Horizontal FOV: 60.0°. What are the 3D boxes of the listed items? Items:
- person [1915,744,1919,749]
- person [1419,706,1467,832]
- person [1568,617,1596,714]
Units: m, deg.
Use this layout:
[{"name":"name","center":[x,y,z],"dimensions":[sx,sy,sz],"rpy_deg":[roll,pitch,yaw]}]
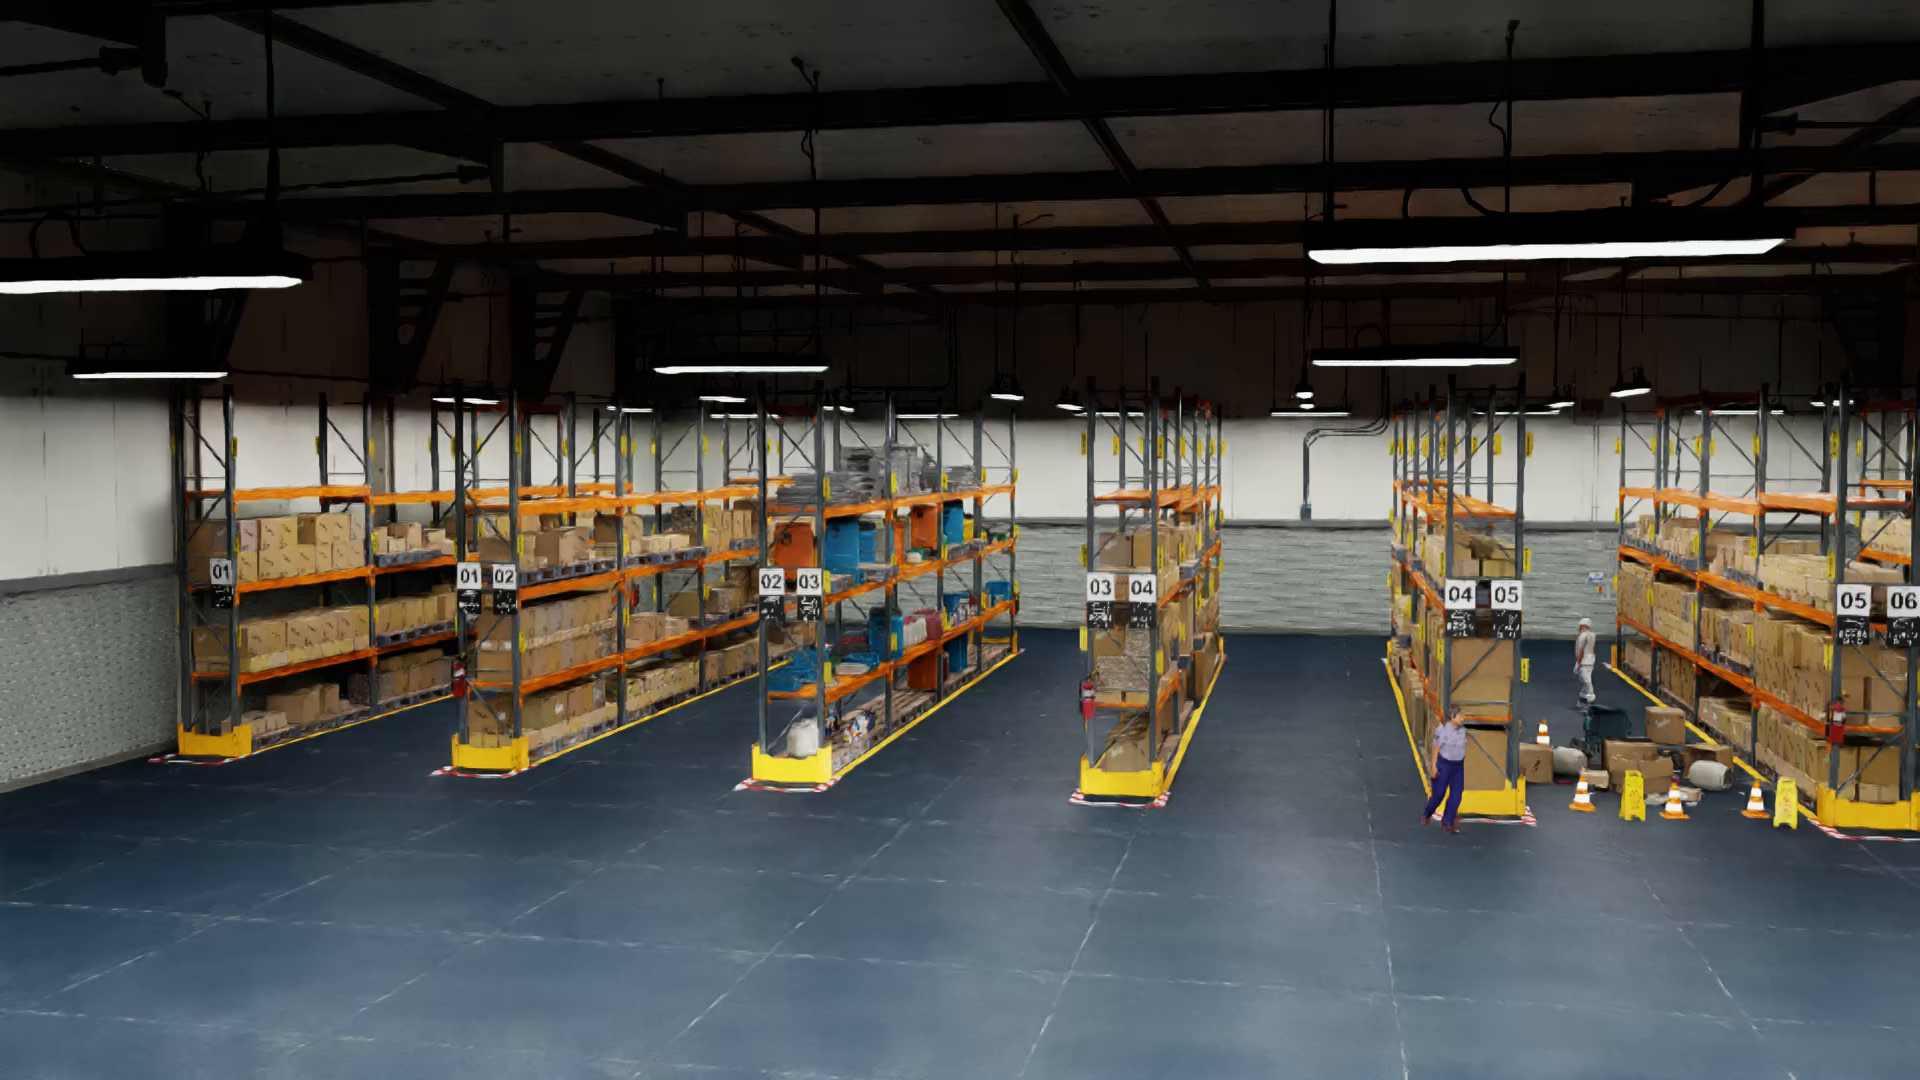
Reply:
[{"name":"person","center":[15.895,2.574,27.174],"dimensions":[0.570,1.786,0.653],"rpy_deg":[3,4,40]},{"name":"person","center":[6.322,2.983,21.748],"dimensions":[0.551,1.614,0.545],"rpy_deg":[-1,4,-24]},{"name":"person","center":[11.717,2.345,31.278],"dimensions":[0.576,1.785,0.658],"rpy_deg":[2,4,38]}]
